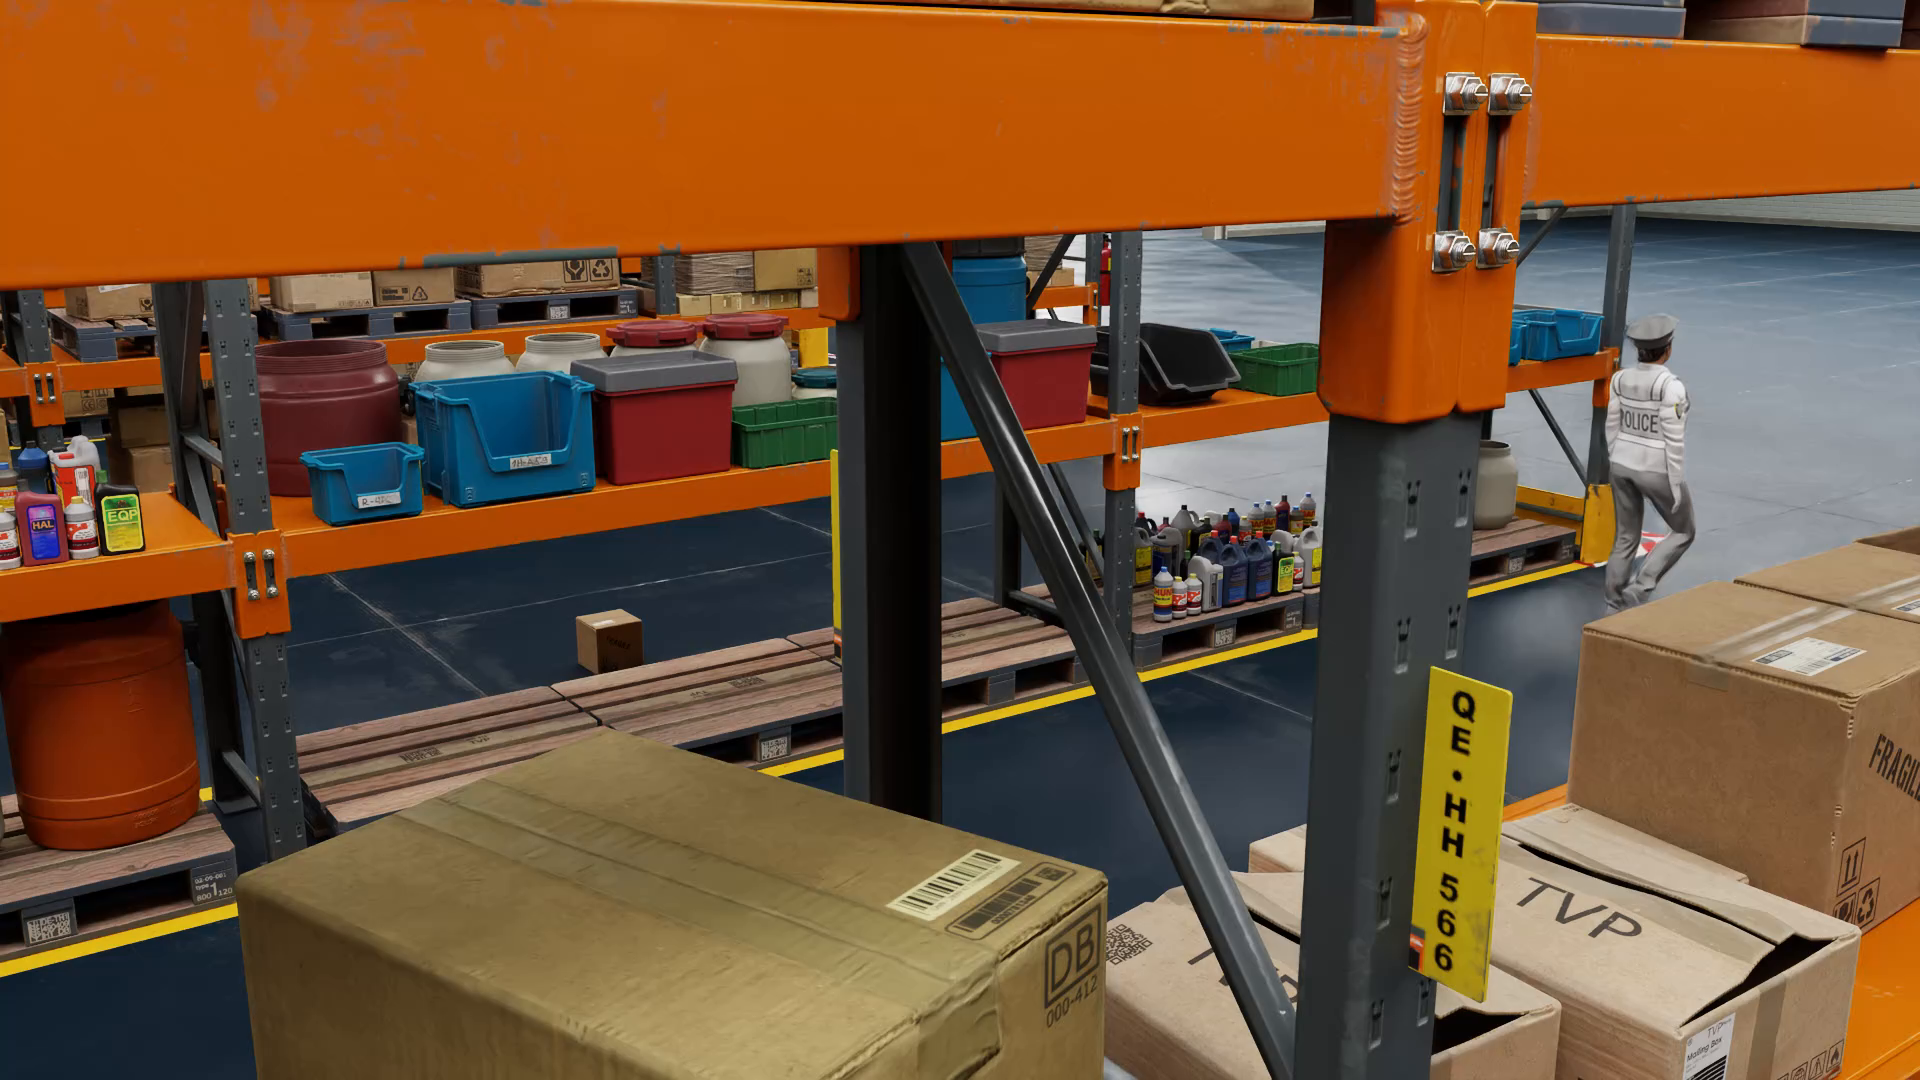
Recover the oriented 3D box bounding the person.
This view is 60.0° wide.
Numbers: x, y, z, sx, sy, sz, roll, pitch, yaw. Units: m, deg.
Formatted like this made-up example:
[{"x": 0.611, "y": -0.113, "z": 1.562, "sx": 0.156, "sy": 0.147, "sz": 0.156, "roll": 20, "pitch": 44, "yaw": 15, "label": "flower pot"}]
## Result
[{"x": 3.672, "y": -0.357, "z": 8.858, "sx": 0.442, "sy": 1.695, "sz": 0.516, "roll": -9, "pitch": 17, "yaw": -30, "label": "person"}]
